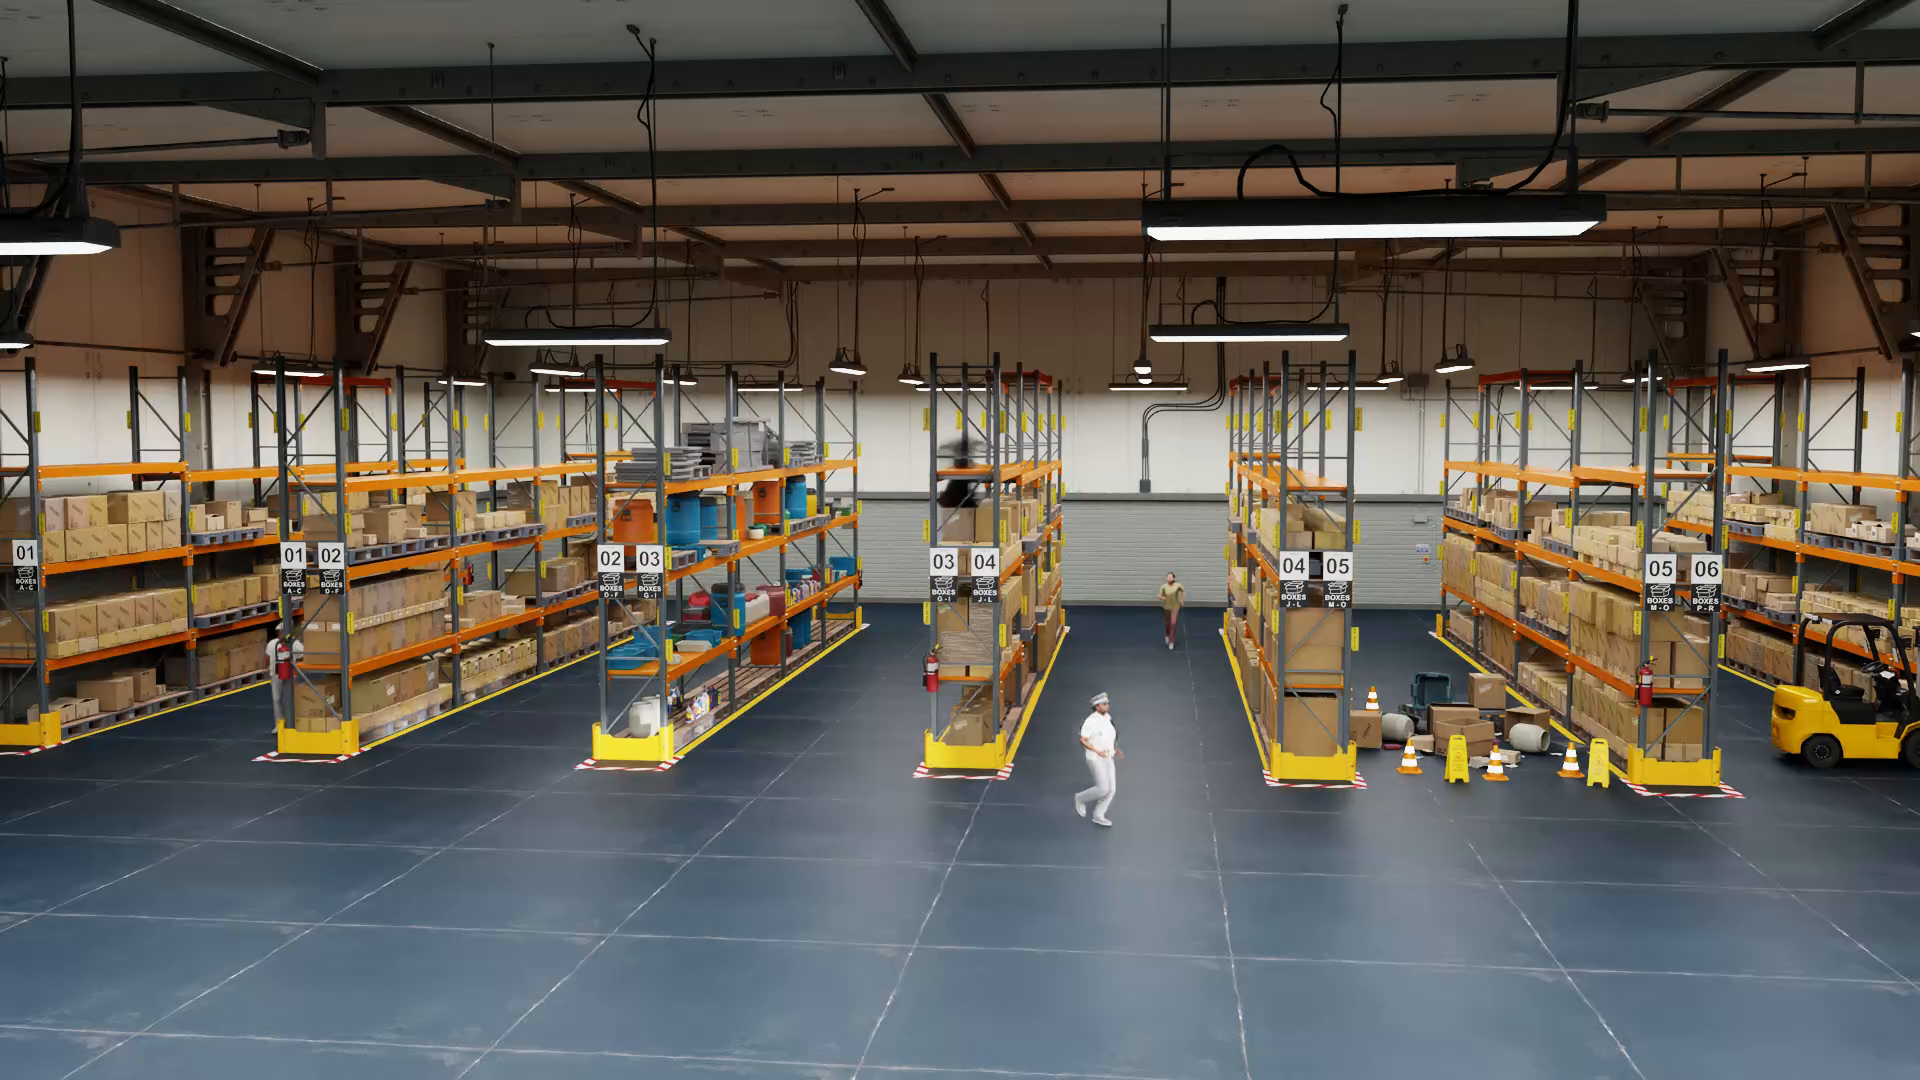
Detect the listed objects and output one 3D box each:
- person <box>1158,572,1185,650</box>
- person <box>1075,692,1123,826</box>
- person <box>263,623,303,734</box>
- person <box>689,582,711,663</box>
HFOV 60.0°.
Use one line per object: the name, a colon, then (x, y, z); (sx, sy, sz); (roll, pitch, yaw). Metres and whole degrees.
person: (4.705, 1.554, 36.990); (0.585, 1.680, 0.970); (1, 4, 14)
person: (1.723, 2.709, 20.728); (0.548, 1.655, 0.564); (3, 5, 40)
person: (-10.947, 2.209, 26.944); (0.723, 1.755, 0.861); (0, 4, -1)
person: (-5.296, 1.736, 34.100); (0.651, 1.774, 0.857); (1, 4, 8)
